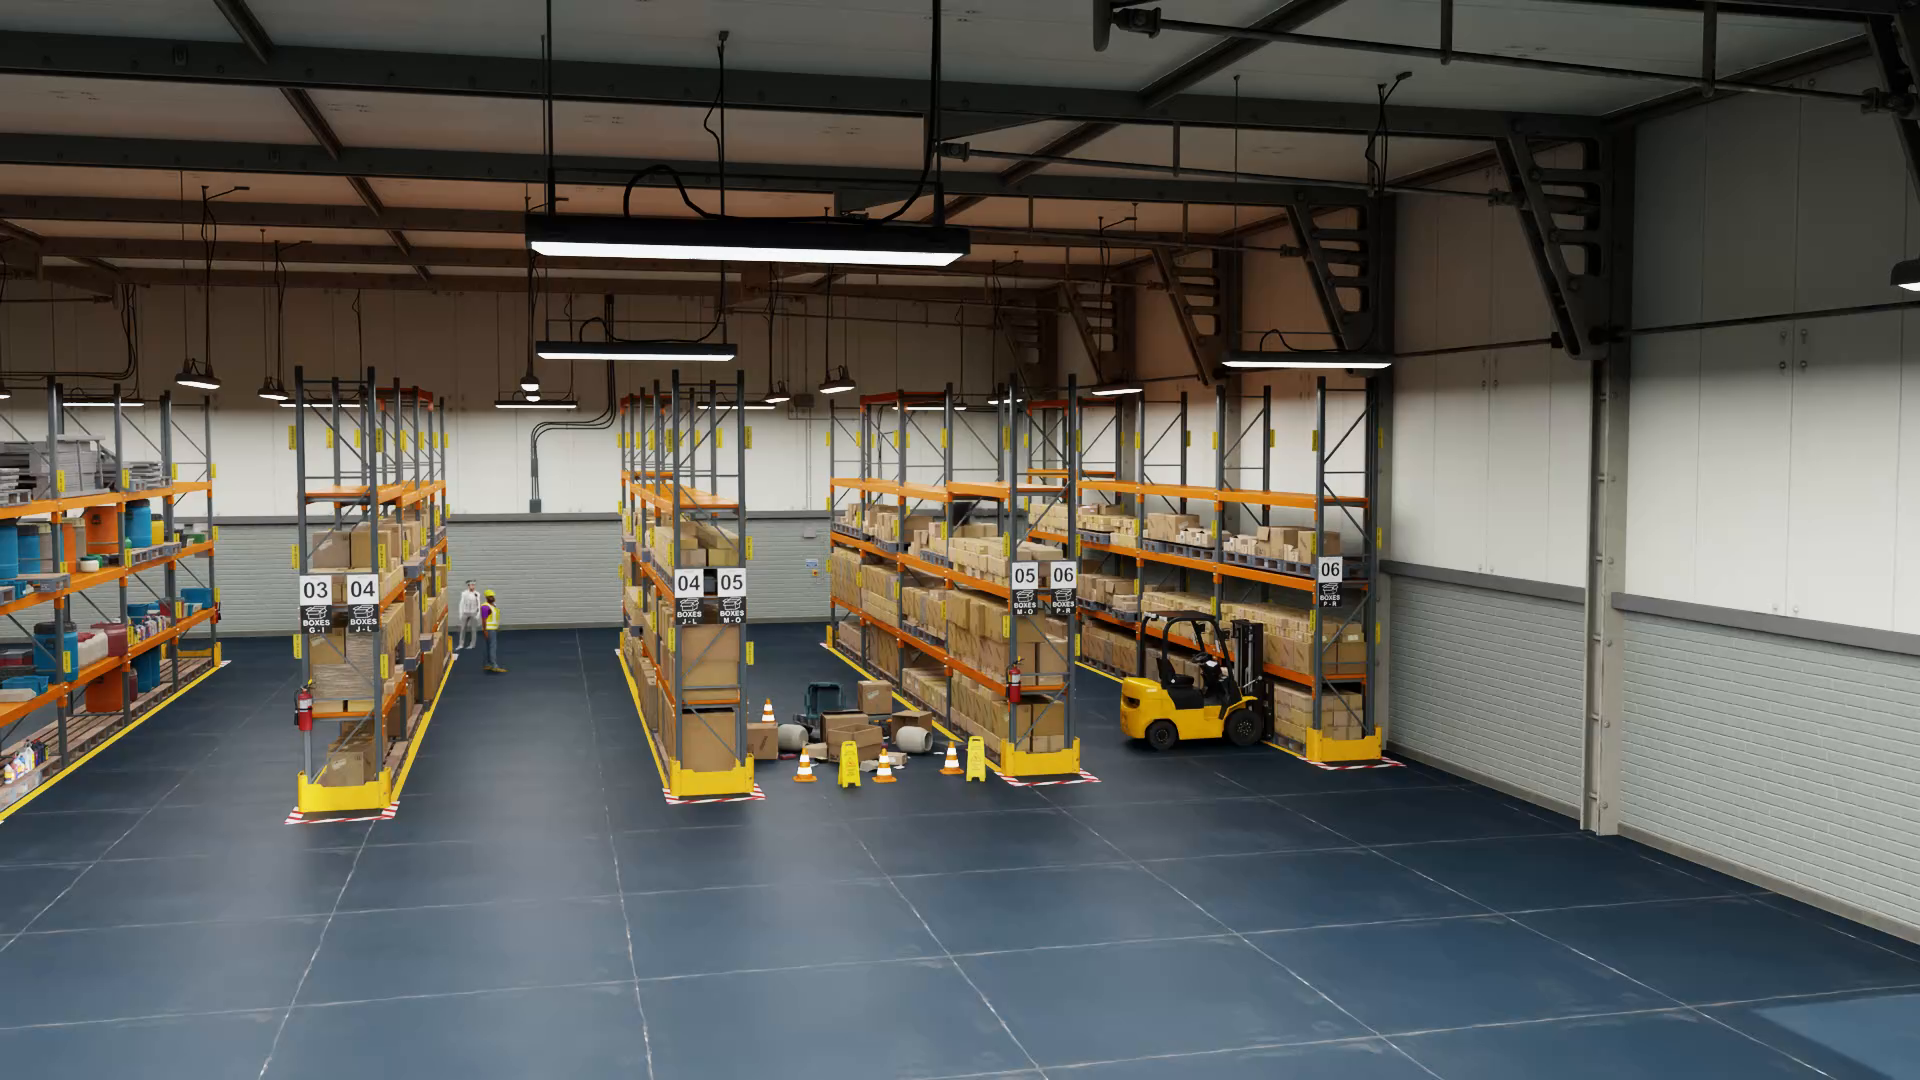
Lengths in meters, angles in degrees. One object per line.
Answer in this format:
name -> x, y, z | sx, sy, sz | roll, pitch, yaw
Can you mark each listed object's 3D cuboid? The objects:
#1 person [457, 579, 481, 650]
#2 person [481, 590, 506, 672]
person -> -11.817, 1.783, 39.996 | 0.566, 1.695, 0.340 | 0, 3, -7
person -> -10.118, 1.963, 36.123 | 0.531, 1.783, 0.596 | 0, 3, -4
